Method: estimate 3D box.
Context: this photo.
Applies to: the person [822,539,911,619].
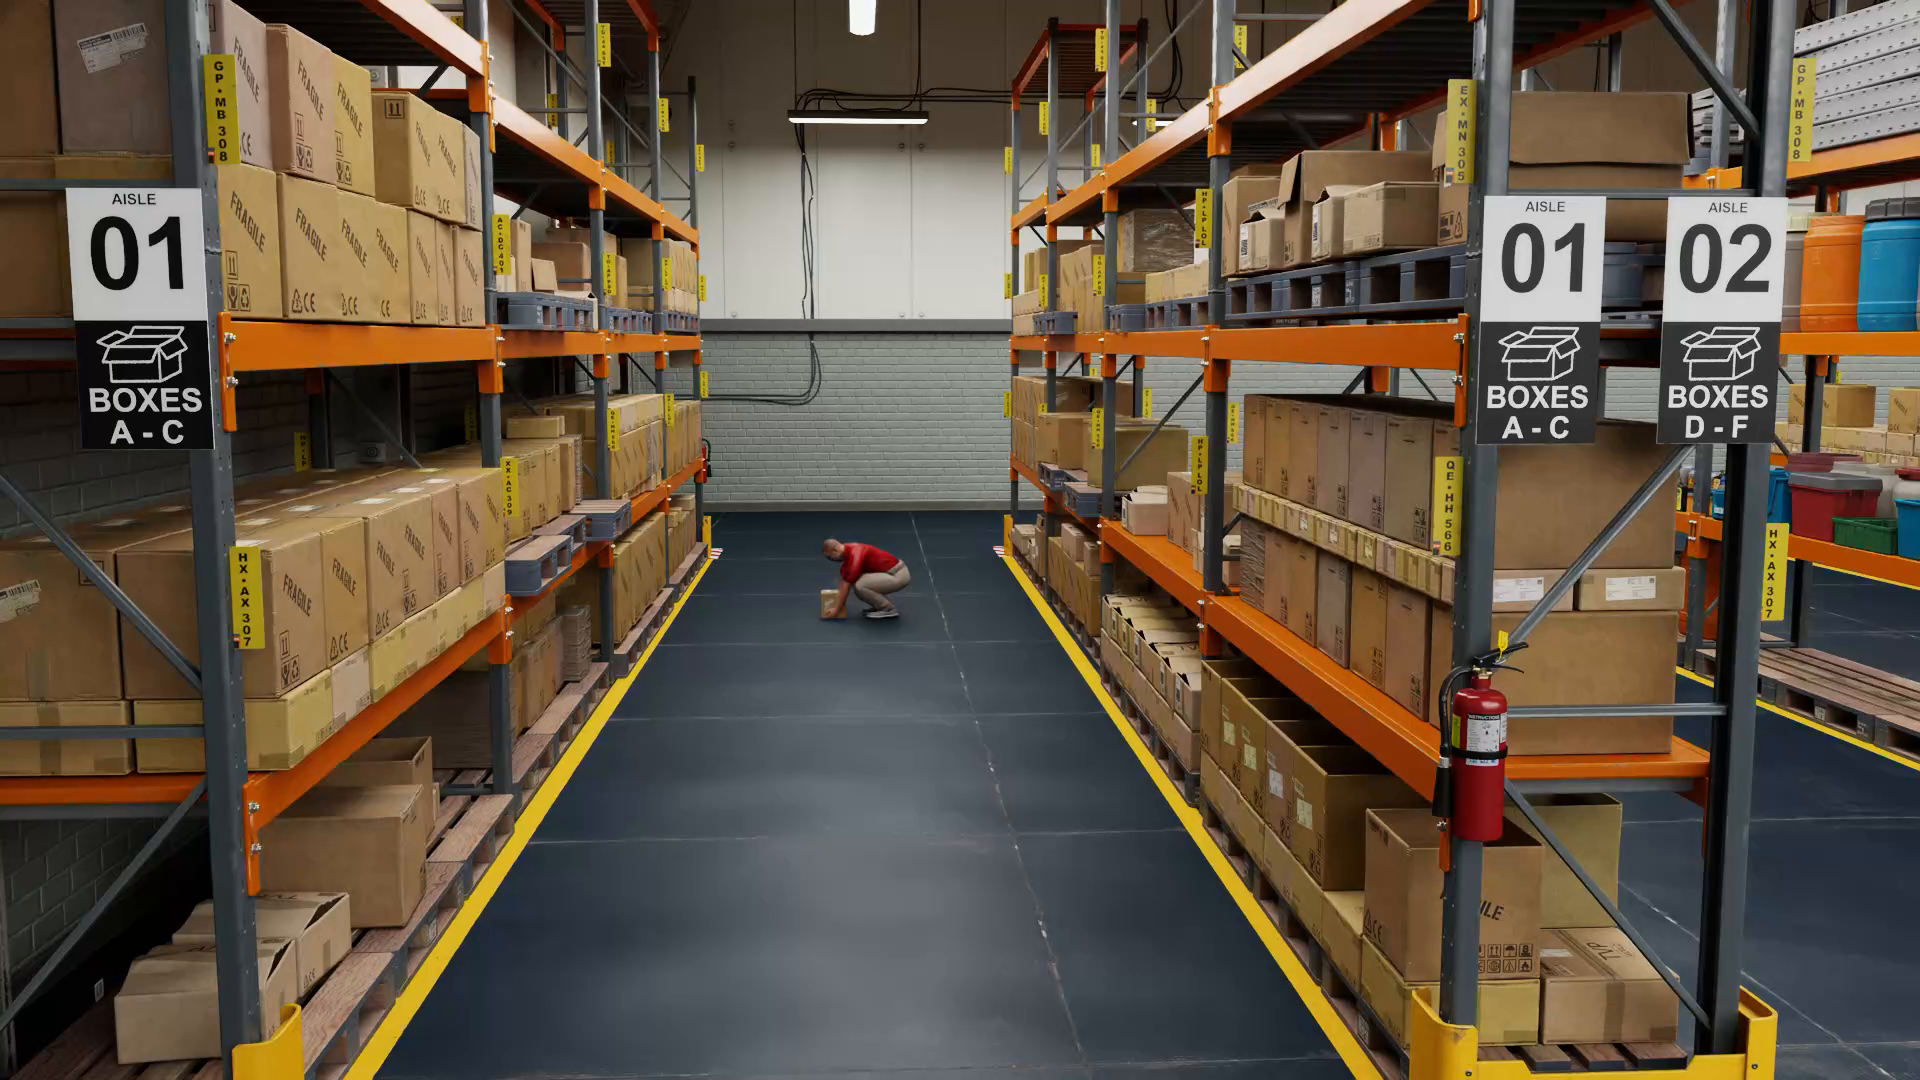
[{"bbox_3d":[-0.953,0.401,16.654,0.850,0.850,0.534,0,7,-4],"label":"person"}]
